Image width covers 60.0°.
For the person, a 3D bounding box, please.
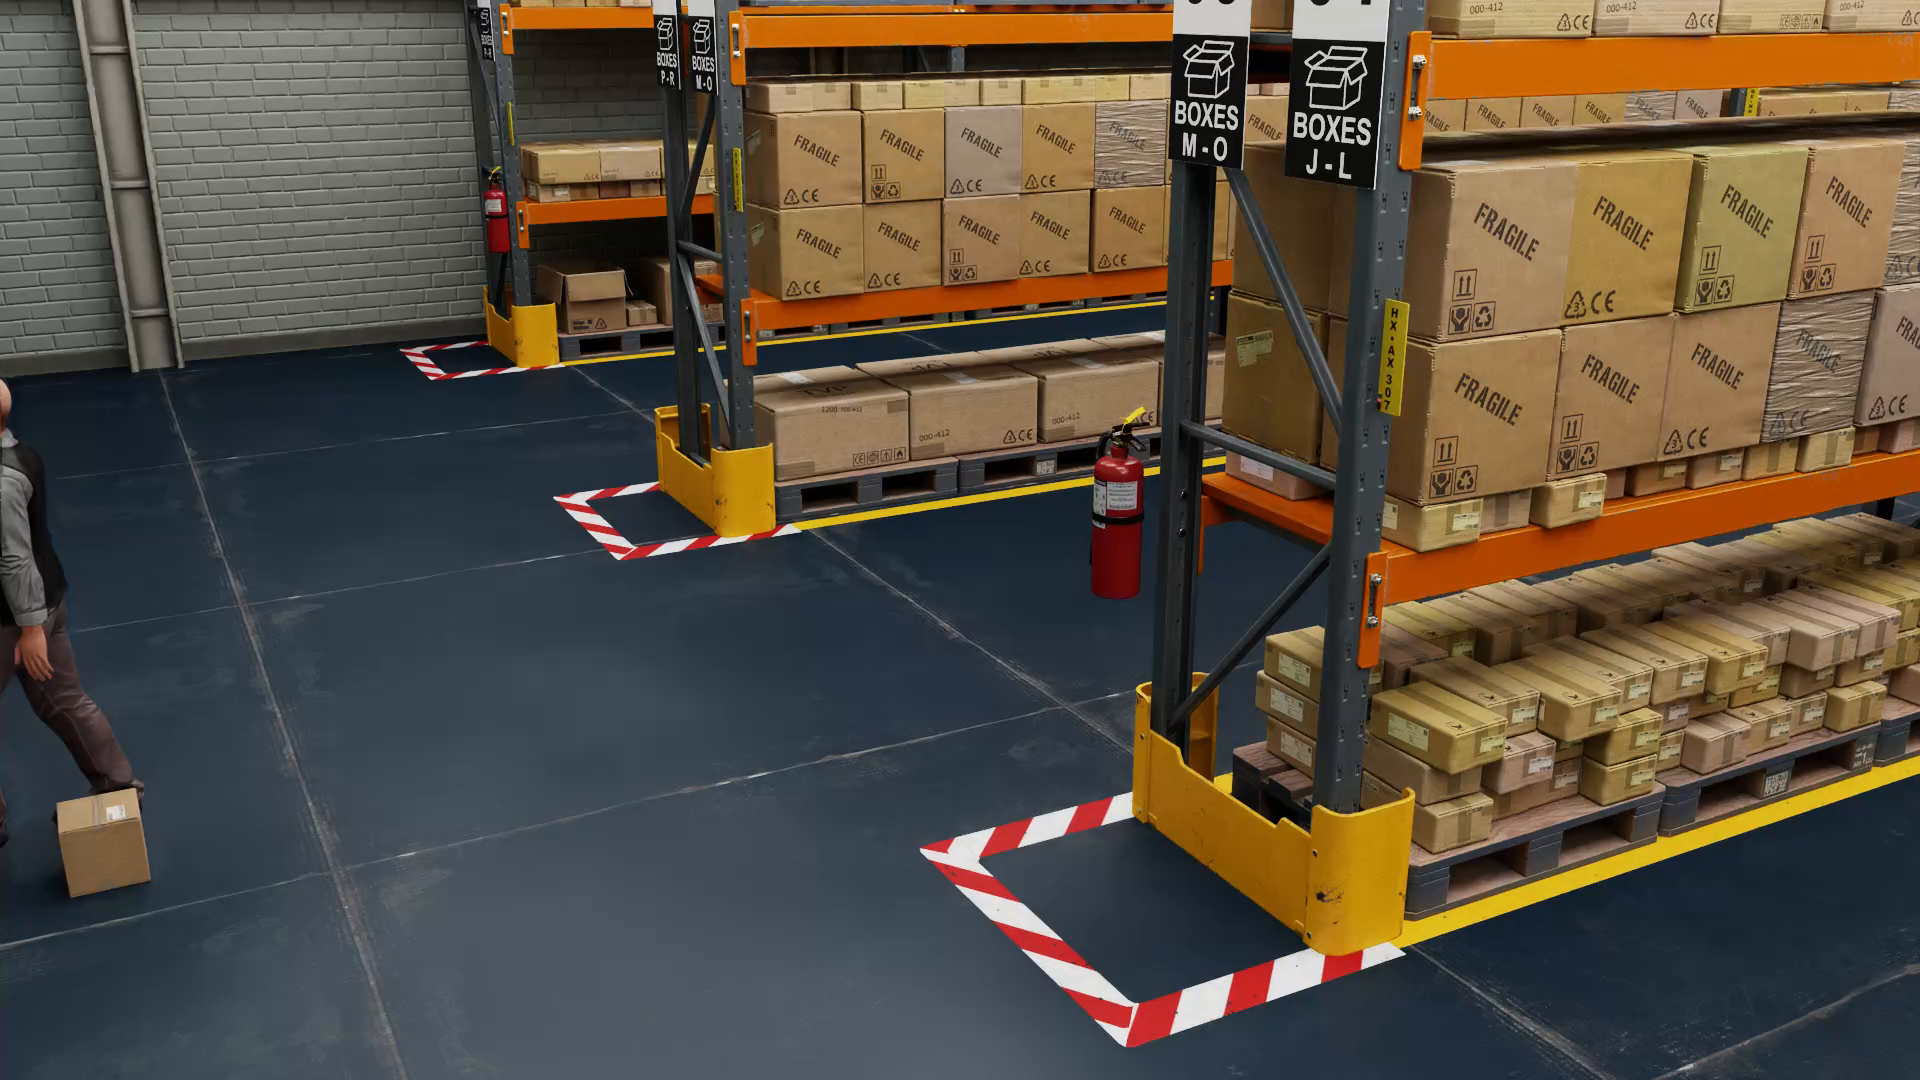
[{"bbox_3d":[-3.318,0.292,5.765,0.691,1.776,0.572,-5,19,-16],"label":"person"}]
